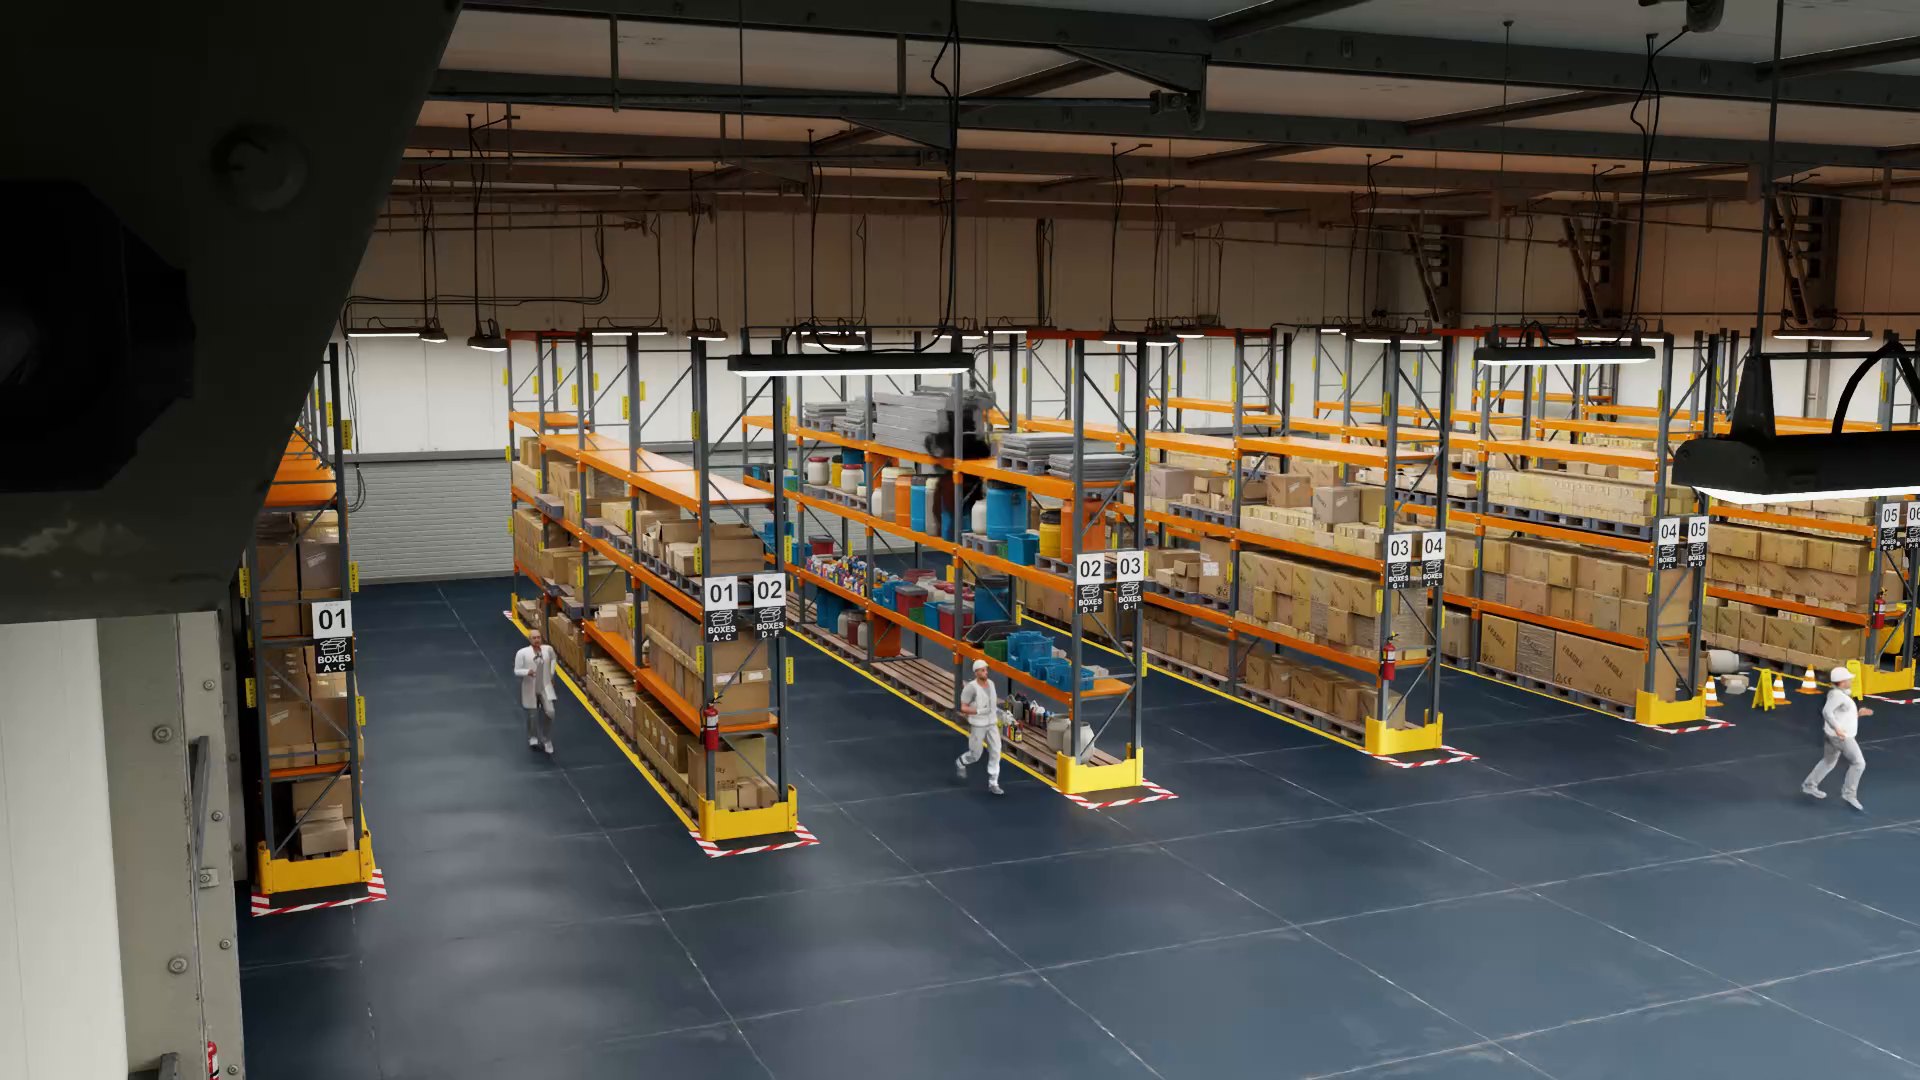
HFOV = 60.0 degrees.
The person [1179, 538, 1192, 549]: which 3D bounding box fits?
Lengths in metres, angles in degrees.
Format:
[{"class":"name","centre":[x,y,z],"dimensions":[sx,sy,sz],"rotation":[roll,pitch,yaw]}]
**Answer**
[{"class":"person","centre":[5.650,-0.136,41.606],"dimensions":[0.507,1.639,0.632],"rotation":[4,9,27]}]

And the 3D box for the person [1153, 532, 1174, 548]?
[{"class":"person","centre":[5.105,-0.241,41.746],"dimensions":[0.876,1.785,0.662],"rotation":[-4,9,-29]}]

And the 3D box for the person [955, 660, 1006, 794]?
[{"class":"person","centre":[0.286,2.459,22.100],"dimensions":[0.669,1.764,0.908],"rotation":[-6,10,-36]}]

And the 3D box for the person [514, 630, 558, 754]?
[{"class":"person","centre":[-6.107,2.198,24.068],"dimensions":[0.654,1.823,0.828],"rotation":[-4,9,-25]}]

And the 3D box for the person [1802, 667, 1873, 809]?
[{"class":"person","centre":[11.345,2.547,21.461],"dimensions":[0.764,1.831,0.630],"rotation":[2,8,14]}]
